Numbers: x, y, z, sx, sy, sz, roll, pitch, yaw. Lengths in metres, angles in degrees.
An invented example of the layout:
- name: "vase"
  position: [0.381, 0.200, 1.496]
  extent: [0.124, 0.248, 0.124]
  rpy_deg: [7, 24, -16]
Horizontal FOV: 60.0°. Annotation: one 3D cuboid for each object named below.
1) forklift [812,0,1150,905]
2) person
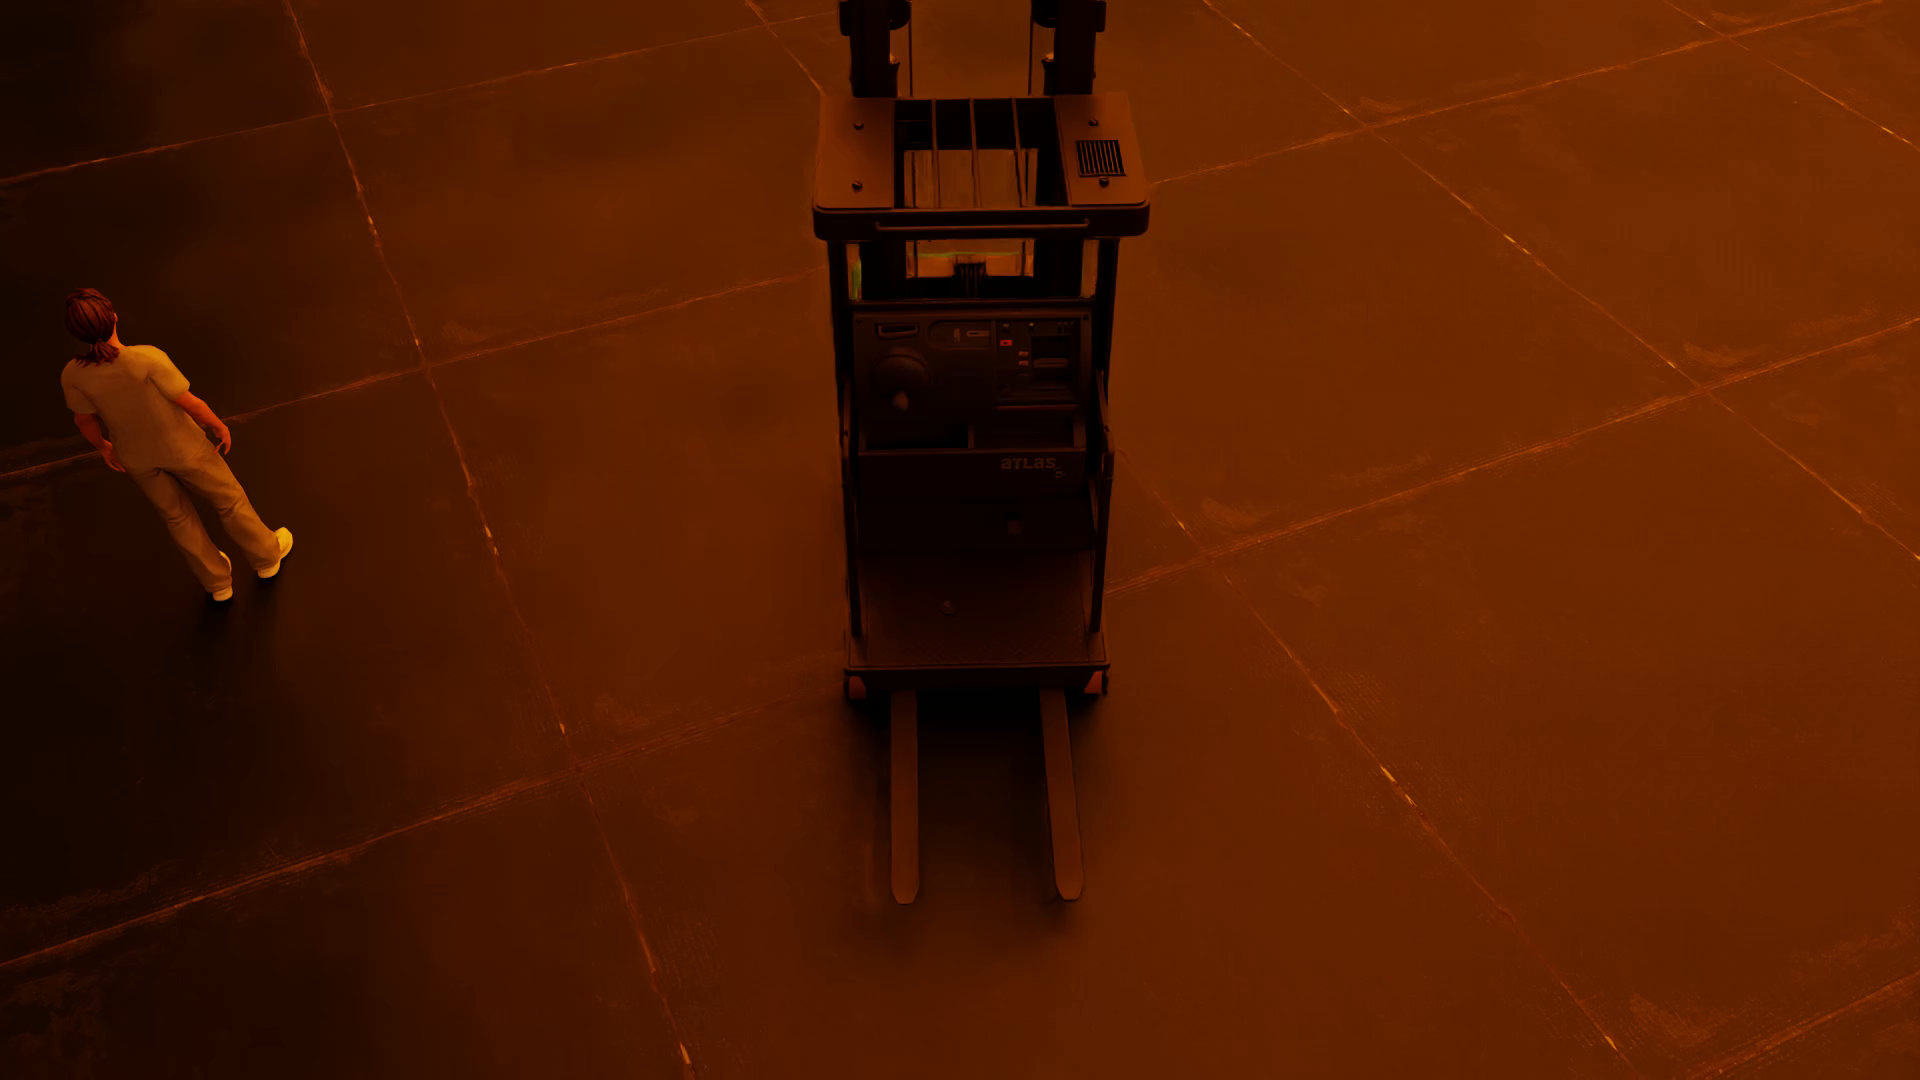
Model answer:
- name: "forklift"
  position: [0.057, -0.617, 6.341]
  extent: [1.130, 2.935, 3.031]
  rpy_deg: [-1, 43, -1]
- name: "person"
  position: [-3.358, -0.416, 7.052]
  extent: [0.547, 1.652, 0.550]
  rpy_deg: [-7, 43, -7]
